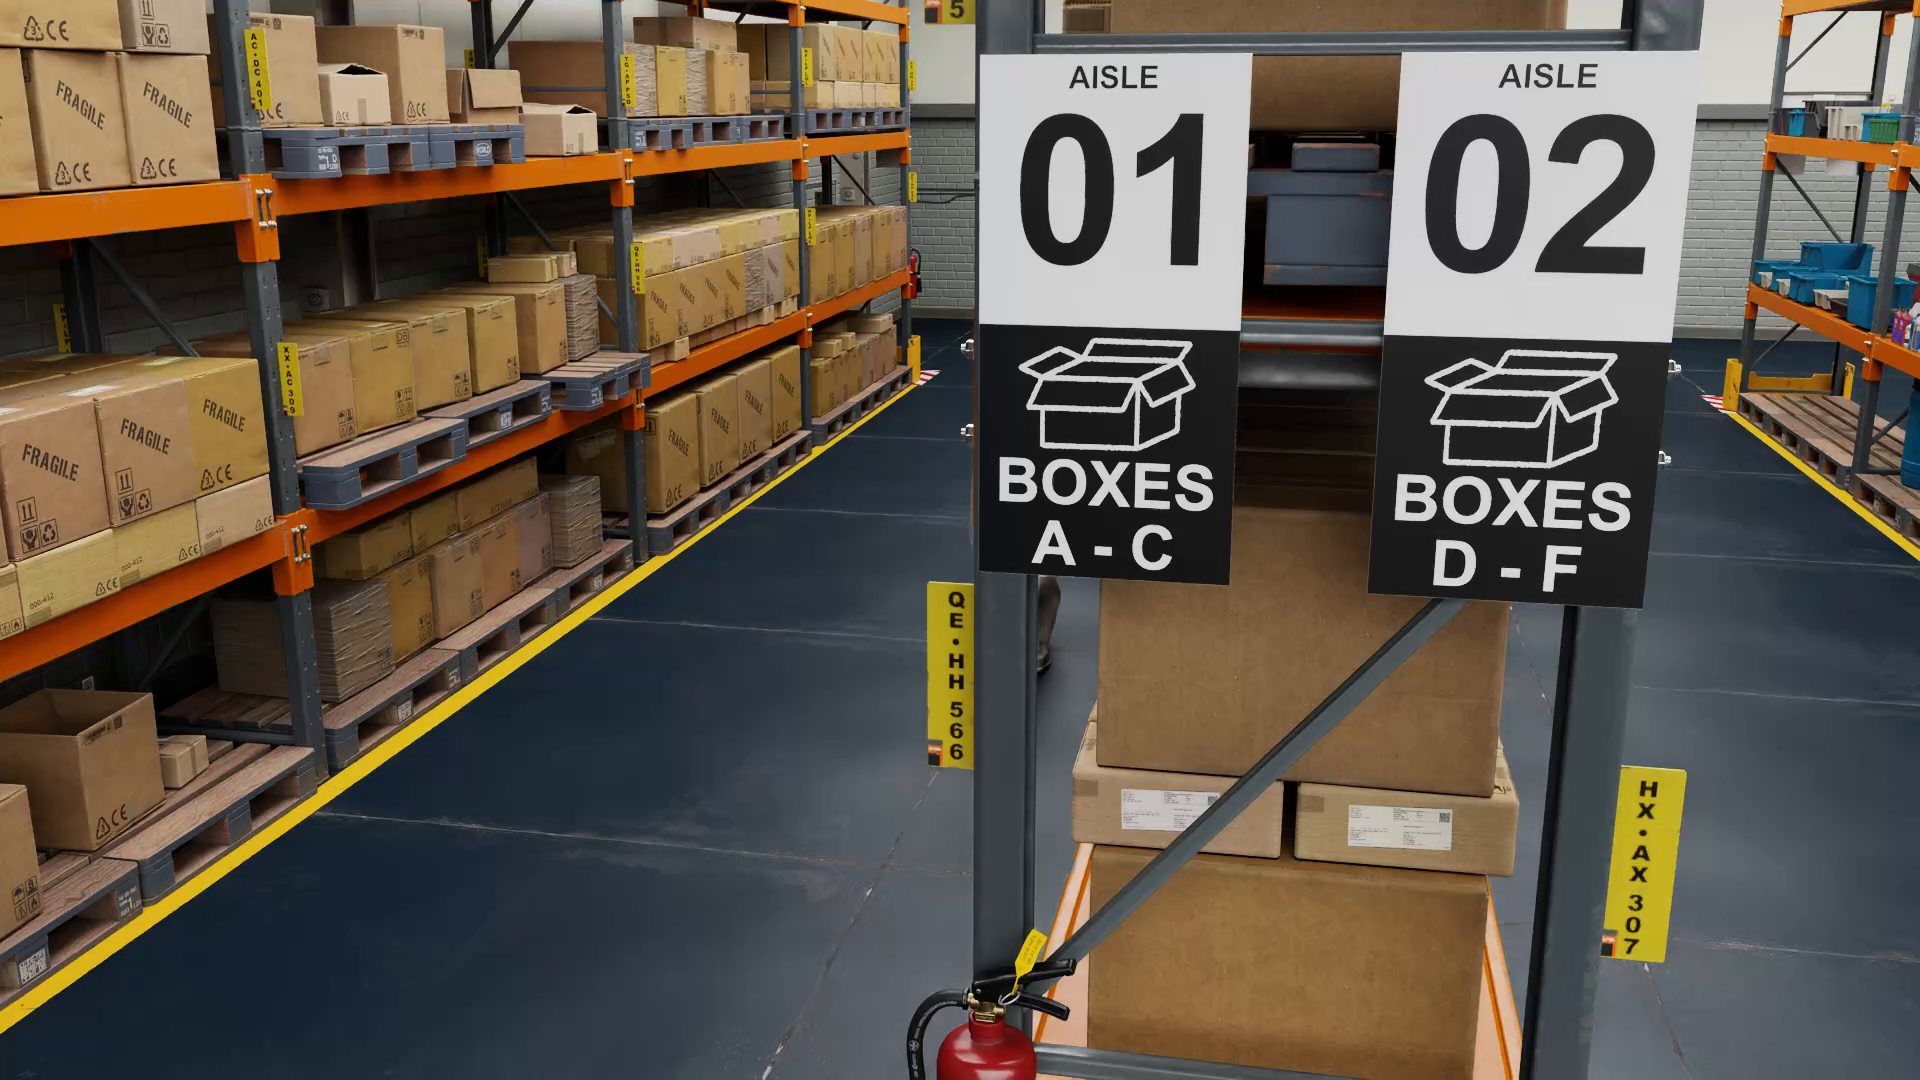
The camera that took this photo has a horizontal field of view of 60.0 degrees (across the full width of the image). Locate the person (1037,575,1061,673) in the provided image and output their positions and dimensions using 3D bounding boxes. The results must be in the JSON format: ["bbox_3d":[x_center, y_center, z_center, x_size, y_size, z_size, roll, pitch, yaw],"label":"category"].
[{"bbox_3d":[0.349,0.214,9.559,0.470,0.977,0.912,2,15,9],"label":"person"}]
